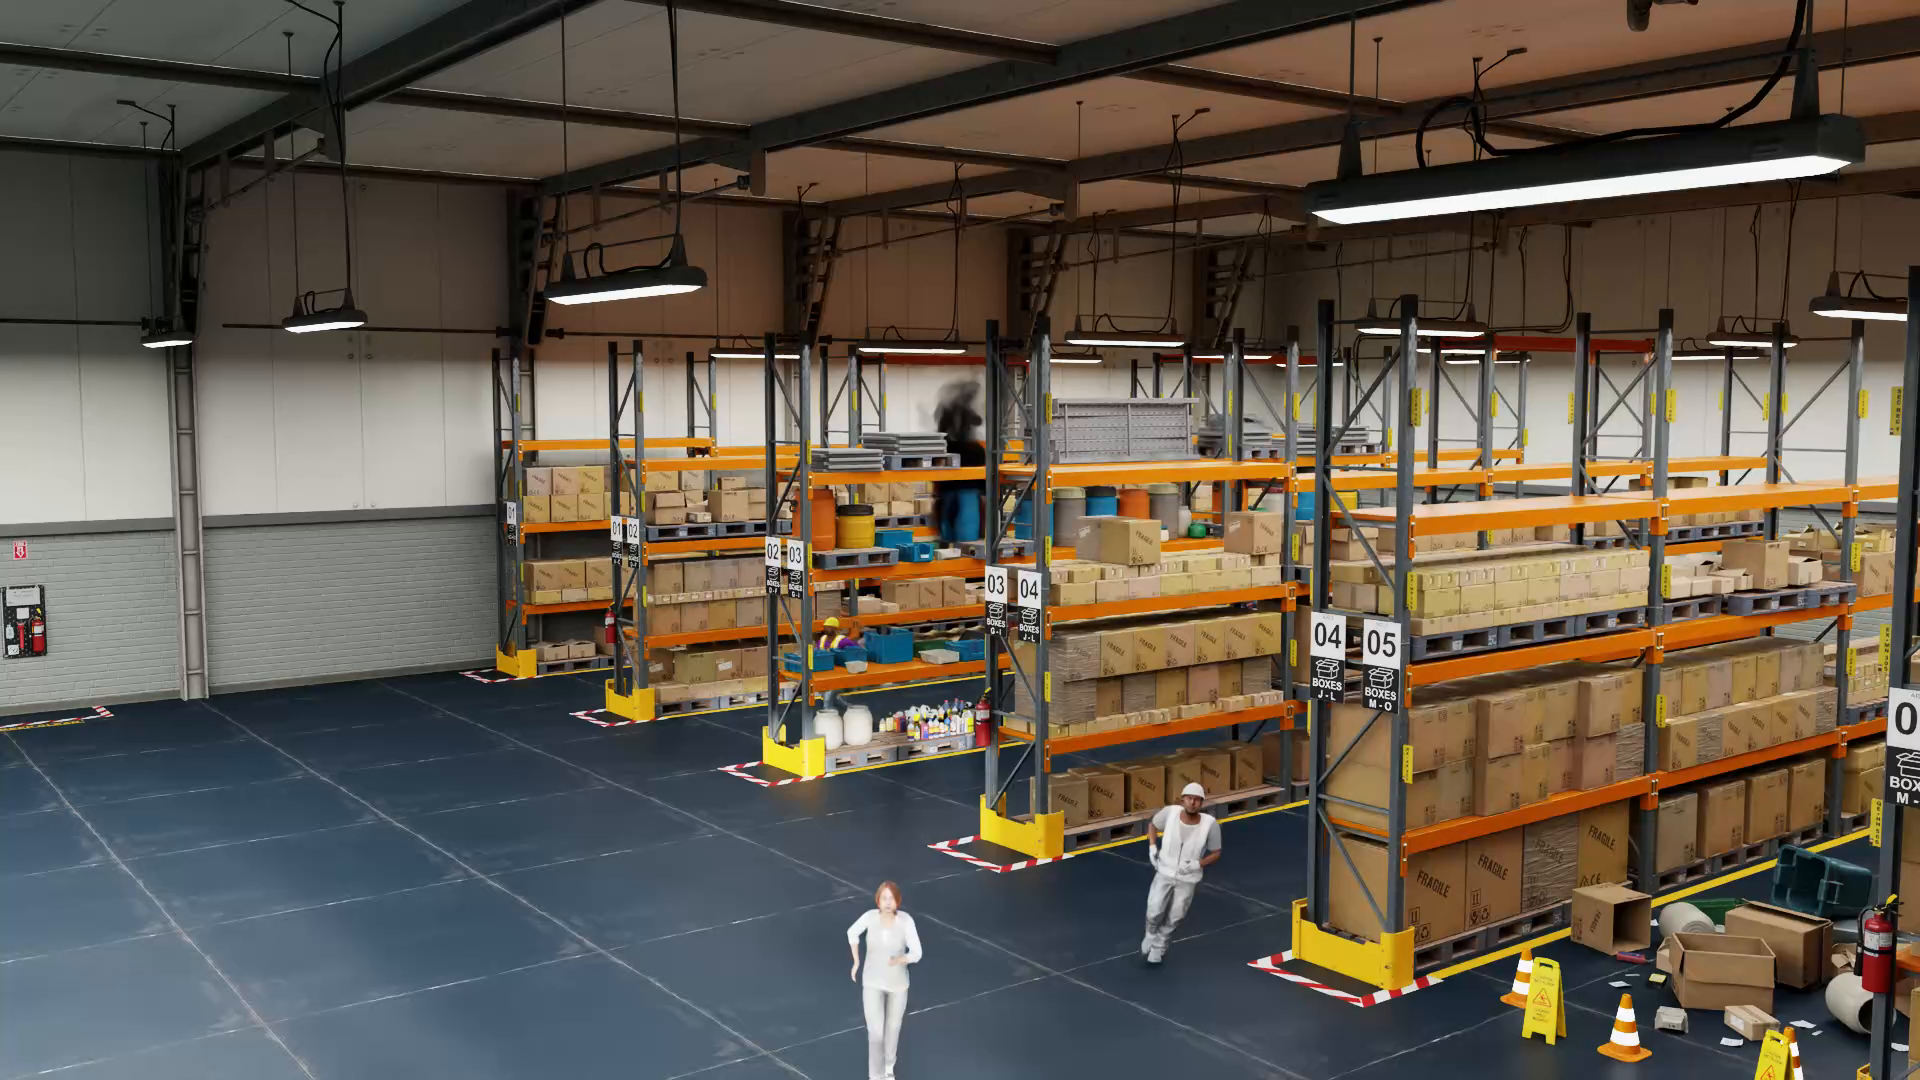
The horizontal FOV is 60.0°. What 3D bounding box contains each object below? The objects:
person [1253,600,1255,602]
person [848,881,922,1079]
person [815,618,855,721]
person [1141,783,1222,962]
[{"bbox_3d":[6.018,1.445,32.694,0.547,1.650,0.922,5,7,43],"label":"person"},{"bbox_3d":[-0.545,3.296,12.176,0.519,1.637,0.668,-1,5,-8],"label":"person"},{"bbox_3d":[-1.922,2.042,25.298,0.702,1.746,0.953,4,6,39],"label":"person"},{"bbox_3d":[1.973,2.997,14.920,0.738,1.690,0.569,1,5,14],"label":"person"}]
